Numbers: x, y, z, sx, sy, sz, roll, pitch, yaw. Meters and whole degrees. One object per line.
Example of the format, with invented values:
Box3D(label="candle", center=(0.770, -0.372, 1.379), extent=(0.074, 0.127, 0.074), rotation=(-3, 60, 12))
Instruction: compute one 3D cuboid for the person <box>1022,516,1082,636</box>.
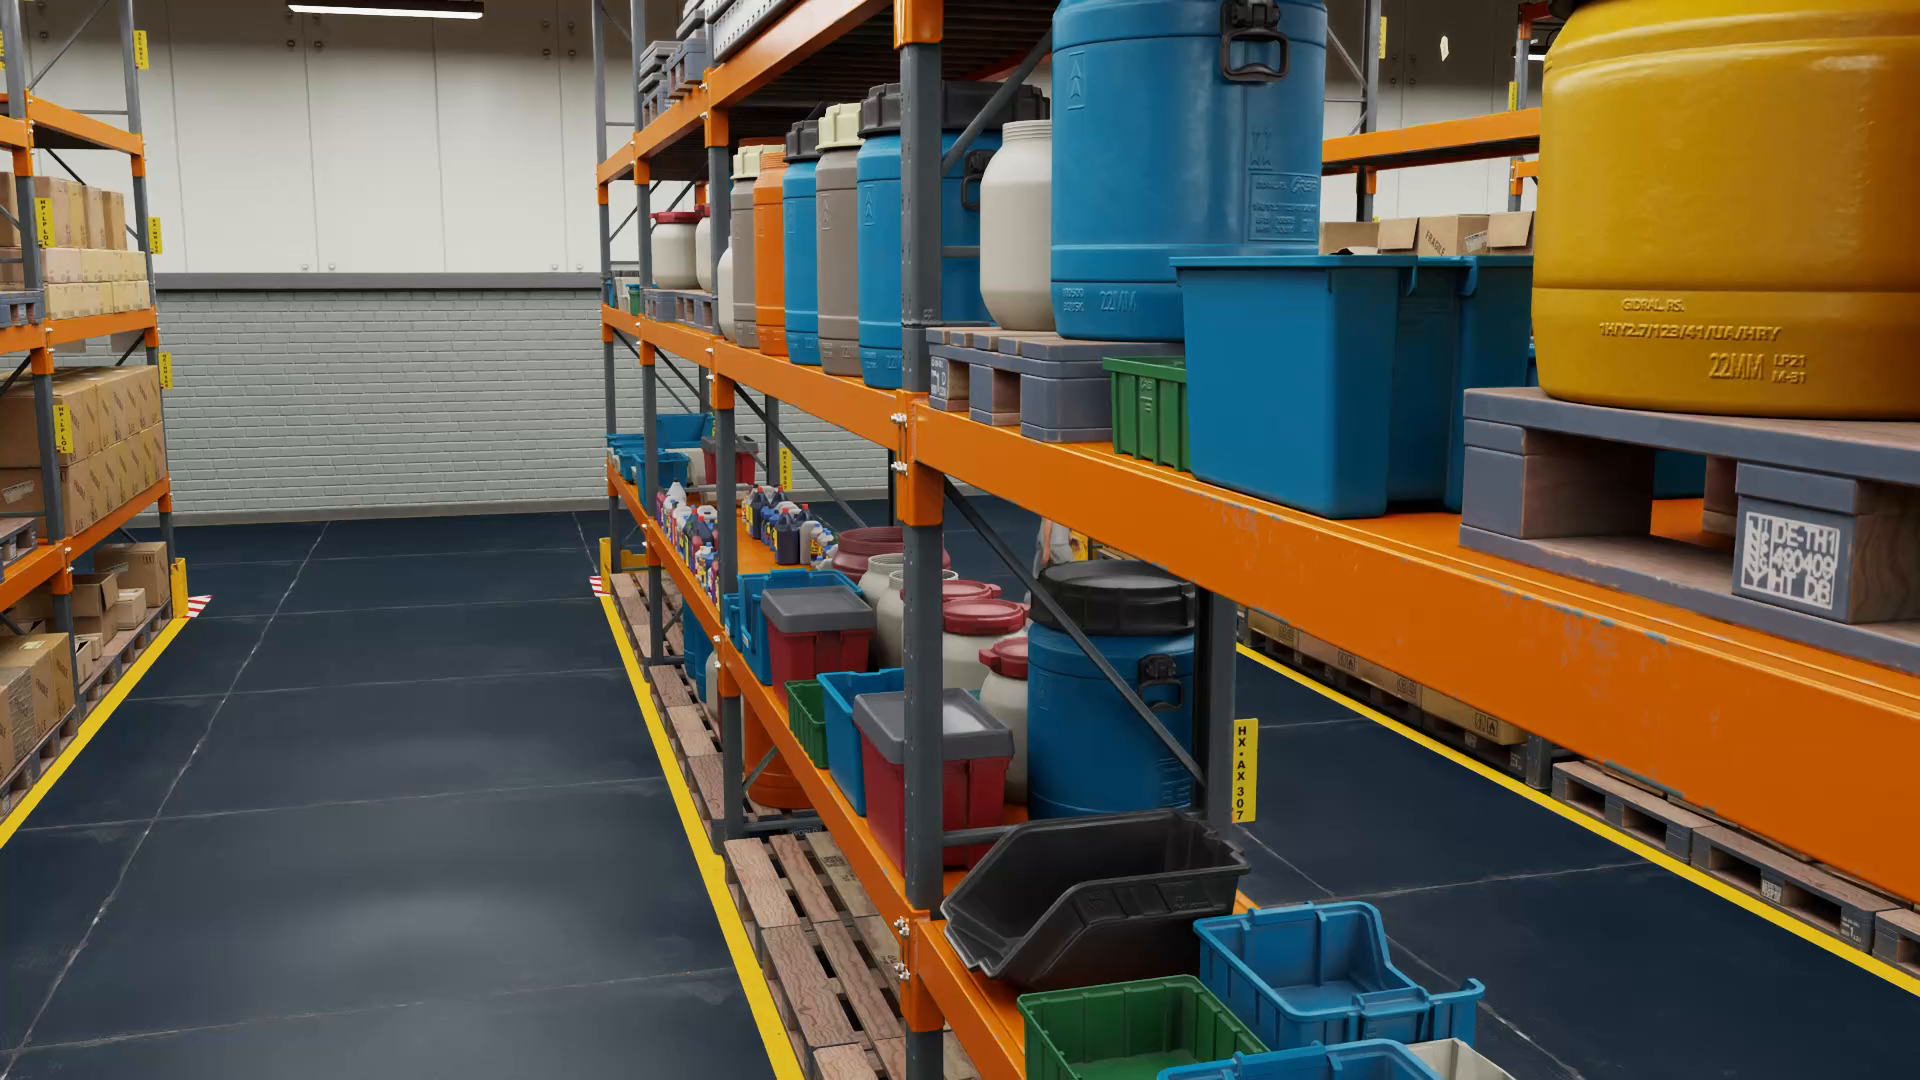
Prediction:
Box3D(label="person", center=(0.924, 0.030, 14.119), extent=(0.904, 1.640, 0.454), rotation=(-1, 9, -7))
